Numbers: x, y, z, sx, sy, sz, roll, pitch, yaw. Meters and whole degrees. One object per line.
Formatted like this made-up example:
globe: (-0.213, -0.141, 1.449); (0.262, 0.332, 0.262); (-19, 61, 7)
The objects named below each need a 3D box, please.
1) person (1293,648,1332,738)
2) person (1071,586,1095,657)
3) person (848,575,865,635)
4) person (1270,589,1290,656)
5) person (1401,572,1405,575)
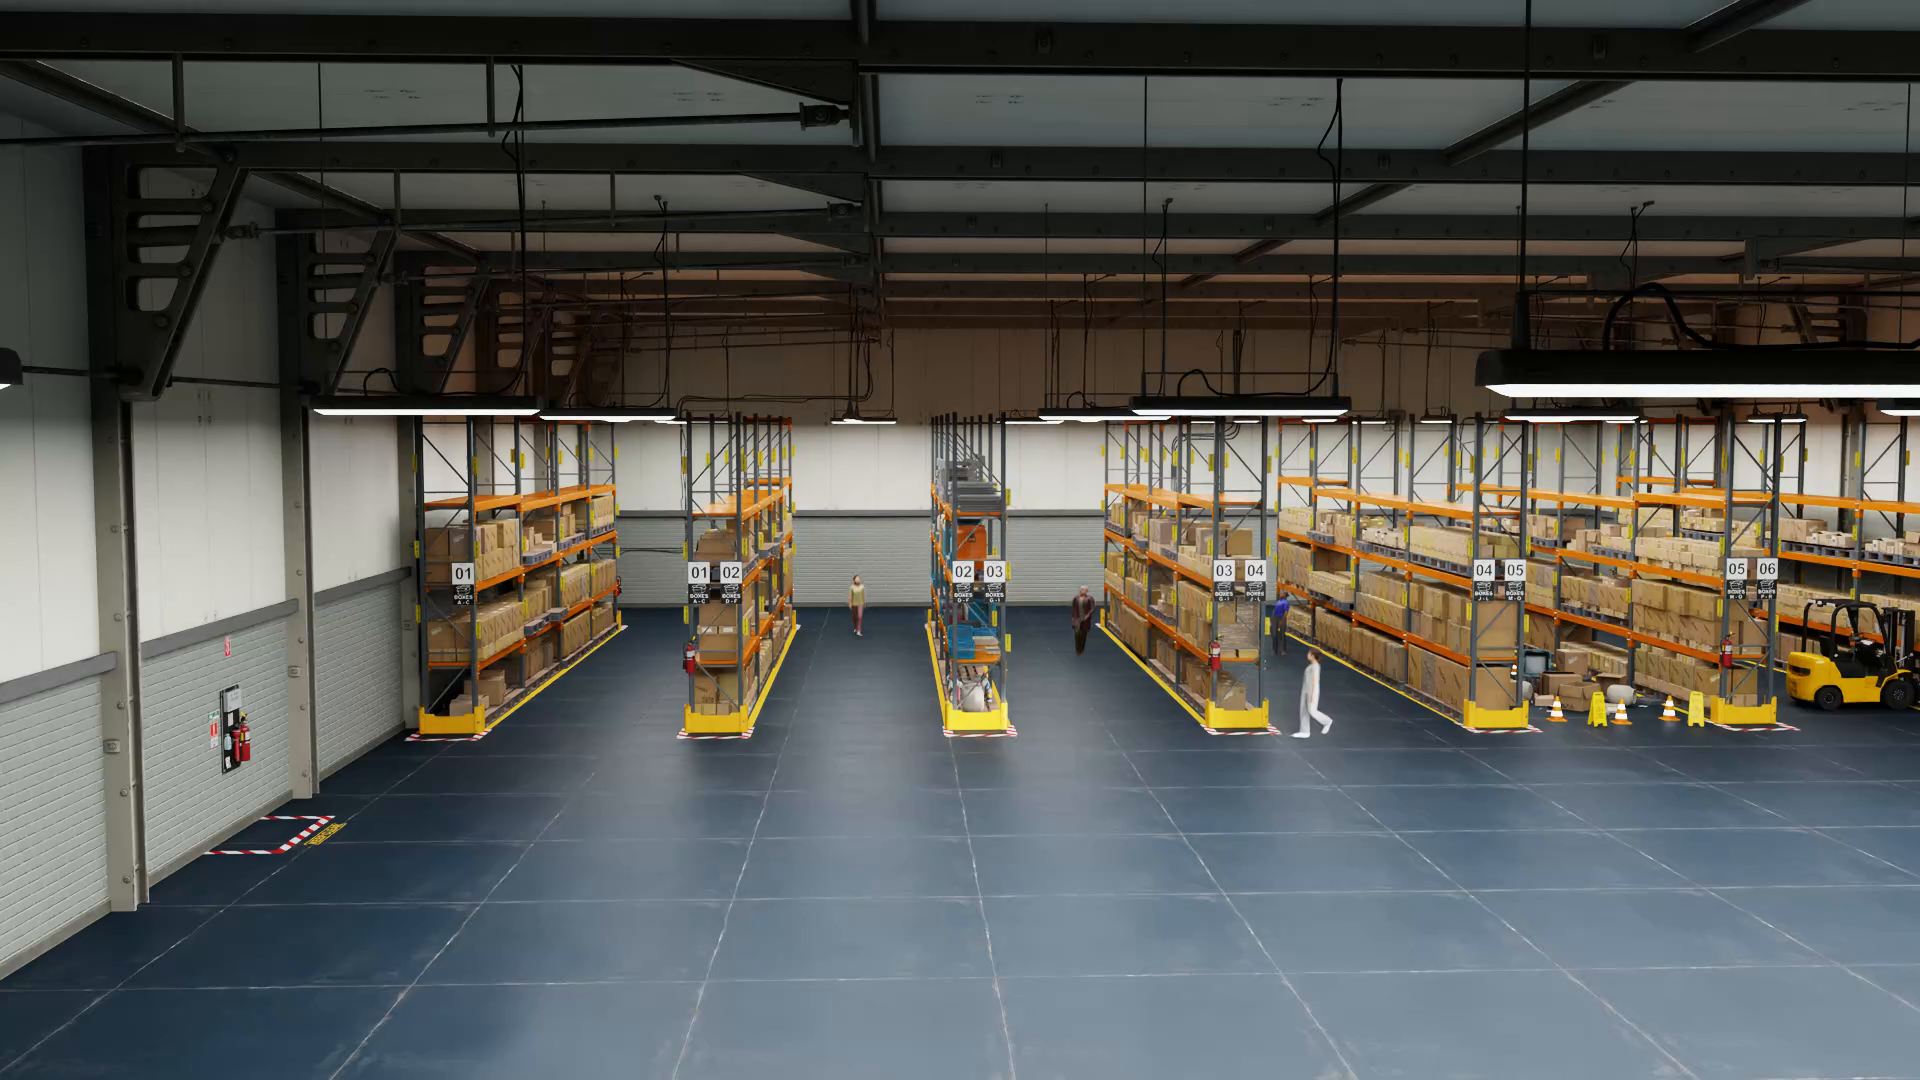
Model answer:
person: (6.496, 2.807, 30.568); (0.691, 1.654, 0.438); (-2, 4, -28)
person: (3.086, 2.050, 41.722); (0.574, 1.812, 0.947); (0, 4, 2)
person: (-2.849, 1.790, 45.792); (0.444, 1.624, 0.974); (0, 4, 3)
person: (7.999, 2.080, 41.653); (0.495, 1.683, 0.561); (3, 5, 36)
person: (12.148, 1.754, 45.797); (0.415, 1.724, 0.567); (1, 4, 13)
